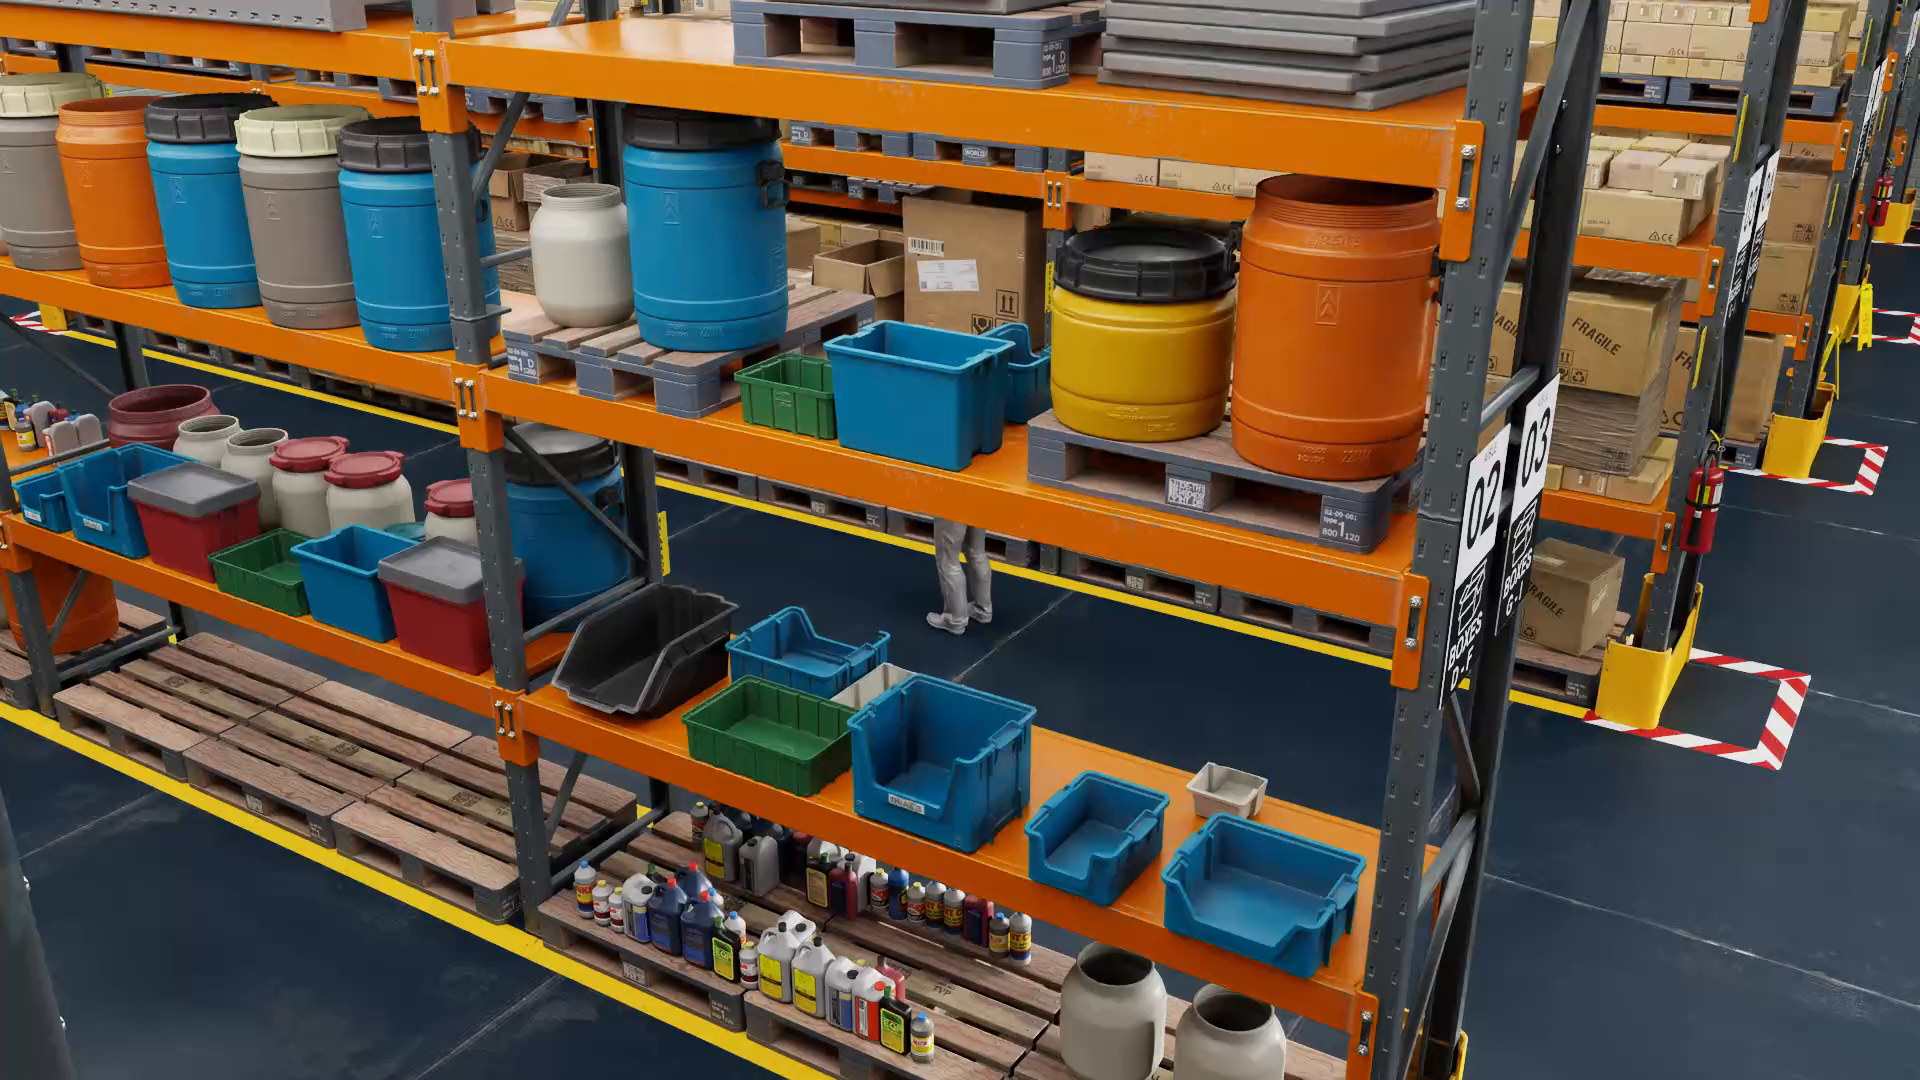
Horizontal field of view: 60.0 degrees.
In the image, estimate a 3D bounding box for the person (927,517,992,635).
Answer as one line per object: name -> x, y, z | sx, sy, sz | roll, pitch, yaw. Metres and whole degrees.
person -> -0.049, -0.275, 10.720 | 0.502, 1.761, 0.585 | -21, 31, -40
